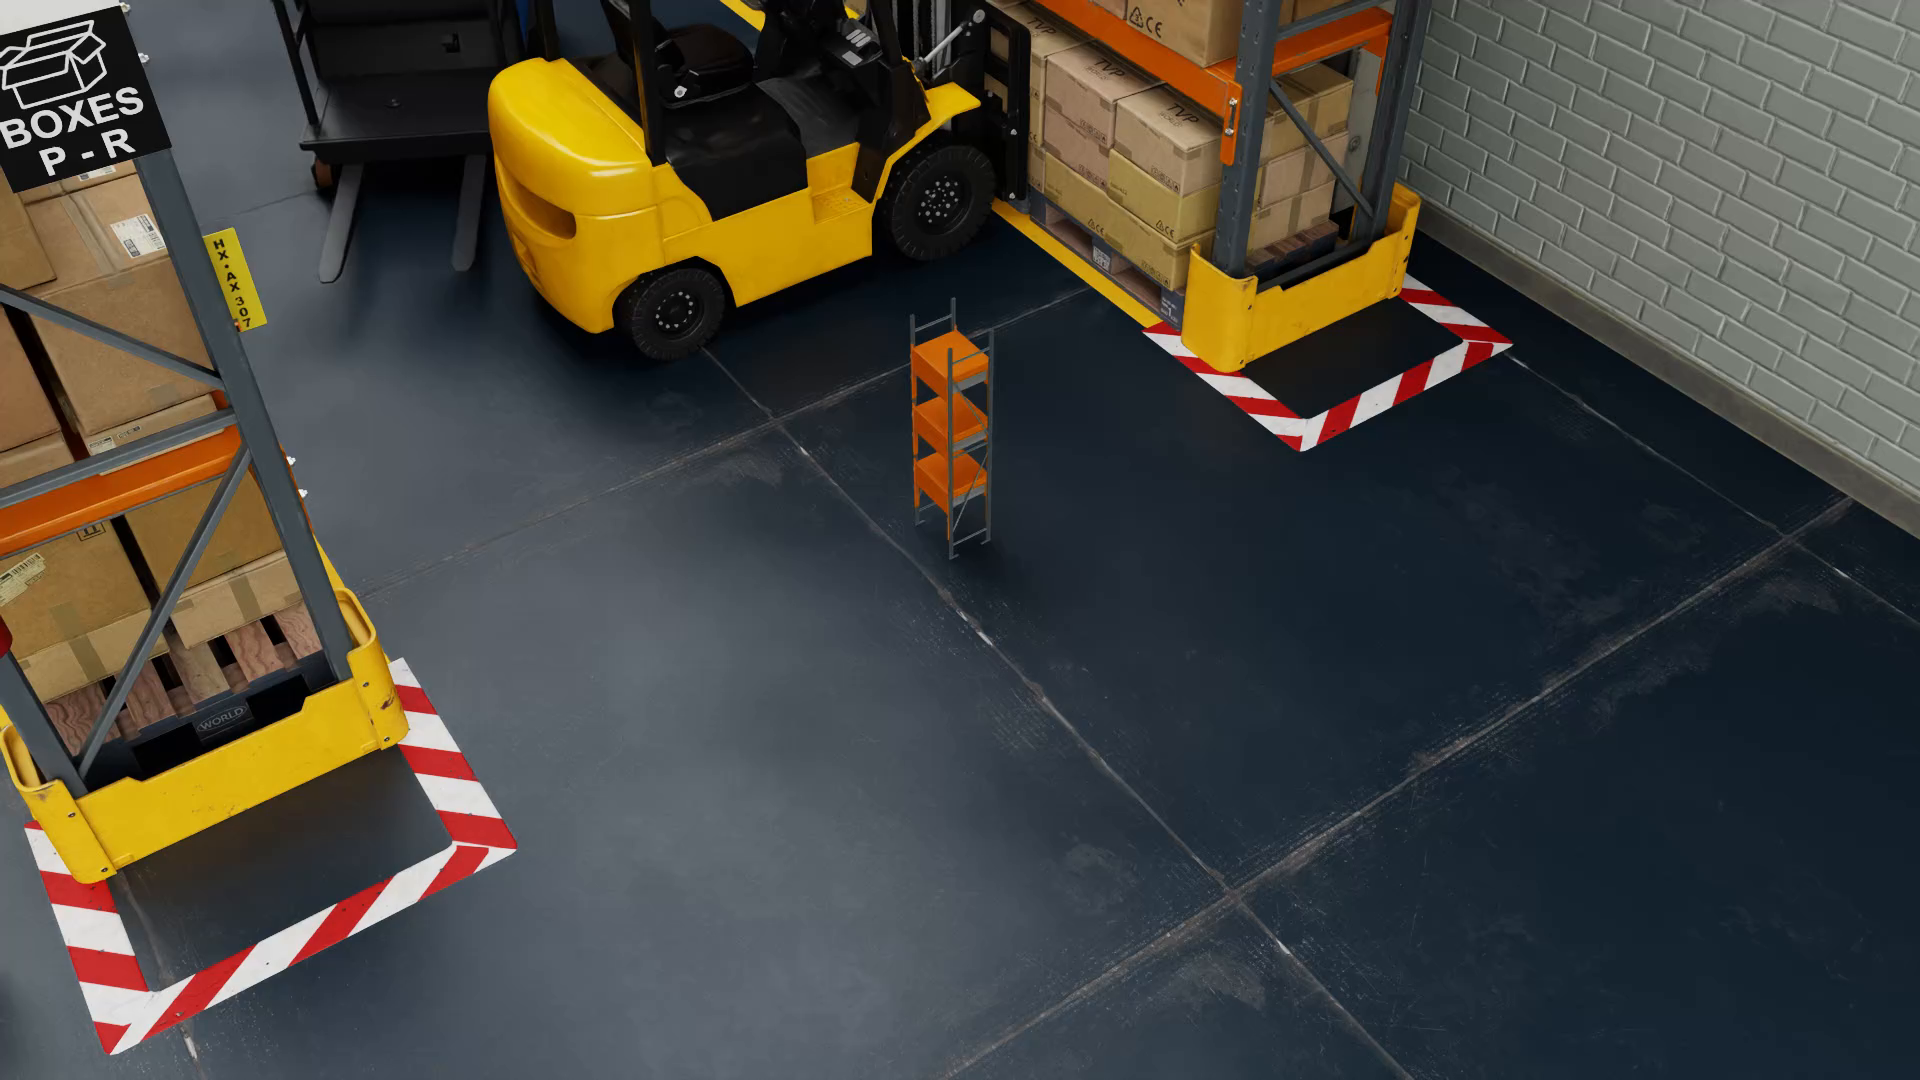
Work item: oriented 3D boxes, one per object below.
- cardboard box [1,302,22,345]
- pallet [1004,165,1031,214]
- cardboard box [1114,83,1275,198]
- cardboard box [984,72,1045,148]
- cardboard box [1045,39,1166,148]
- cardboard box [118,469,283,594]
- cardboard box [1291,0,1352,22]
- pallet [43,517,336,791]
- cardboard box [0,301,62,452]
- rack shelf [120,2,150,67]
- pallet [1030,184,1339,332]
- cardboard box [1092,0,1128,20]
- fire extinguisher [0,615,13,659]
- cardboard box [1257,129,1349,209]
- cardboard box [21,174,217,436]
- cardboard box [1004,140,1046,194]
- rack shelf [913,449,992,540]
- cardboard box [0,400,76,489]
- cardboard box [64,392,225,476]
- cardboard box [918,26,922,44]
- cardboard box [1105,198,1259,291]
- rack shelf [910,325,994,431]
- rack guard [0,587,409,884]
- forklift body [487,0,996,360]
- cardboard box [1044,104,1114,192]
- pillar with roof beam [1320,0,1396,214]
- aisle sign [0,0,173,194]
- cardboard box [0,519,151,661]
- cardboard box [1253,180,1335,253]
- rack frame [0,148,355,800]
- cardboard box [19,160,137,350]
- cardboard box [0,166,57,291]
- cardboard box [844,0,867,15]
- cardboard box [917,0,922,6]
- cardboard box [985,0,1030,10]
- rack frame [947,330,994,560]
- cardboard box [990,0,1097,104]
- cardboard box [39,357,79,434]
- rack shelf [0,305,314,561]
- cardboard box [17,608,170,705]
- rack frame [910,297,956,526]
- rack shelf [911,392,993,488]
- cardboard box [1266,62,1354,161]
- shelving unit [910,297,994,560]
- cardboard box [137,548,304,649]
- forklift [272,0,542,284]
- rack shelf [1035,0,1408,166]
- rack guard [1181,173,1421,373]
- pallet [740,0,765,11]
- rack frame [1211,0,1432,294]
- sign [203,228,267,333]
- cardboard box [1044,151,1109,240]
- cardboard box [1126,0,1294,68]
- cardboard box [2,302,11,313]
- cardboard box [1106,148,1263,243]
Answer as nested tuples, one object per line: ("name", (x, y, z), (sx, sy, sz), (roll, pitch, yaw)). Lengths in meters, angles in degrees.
("cardboard box", (-3.325, -0.832, 5.162), (0.500, 0.500, 0.500), (-26, 49, -24))
("pallet", (0.397, -2.266, 8.970), (1.003, 0.211, 1.213), (-26, 49, -24))
("cardboard box", (1.044, -1.824, 7.451), (0.500, 0.250, 0.500), (-24, 49, -23))
("cardboard box", (0.437, -2.230, 8.239), (0.500, 0.250, 0.500), (-27, 50, -25))
("cardboard box", (0.747, -2.111, 7.752), (0.500, 0.250, 0.500), (-25, 49, -24))
("cardboard box", (-2.755, -0.212, 5.944), (0.500, 0.500, 0.500), (-27, 50, -26))
("cardboard box", (1.507, -2.594, 7.222), (0.500, 0.500, 0.500), (-24, 49, -23))
("pallet", (-2.986, 0.287, 6.297), (1.003, 0.211, 1.213), (-26, 49, -24))
("cardboard box", (-3.043, -0.547, 4.863), (0.500, 0.500, 0.500), (-27, 50, -25))
("rack shelf", (-3.650, -2.162, 5.191), (1.077, 0.370, 4.000), (-26, 49, -24))
("pallet", (1.091, -1.575, 8.247), (1.003, 0.211, 1.213), (-26, 49, -24))
("cardboard box", (0.777, -2.676, 7.309), (0.500, 0.500, 0.500), (-24, 49, -23))
("fire extinguisher", (-2.819, 0.070, 4.560), (0.296, 0.674, 0.183), (-26, 49, -24))
("cardboard box", (1.464, -1.854, 7.845), (0.500, 0.250, 0.500), (-25, 49, -24))
("cardboard box", (-2.550, -0.726, 5.050), (0.500, 0.500, 0.500), (-26, 50, -25))
("cardboard box", (0.479, -2.038, 8.400), (0.500, 0.250, 0.500), (-25, 49, -24))
("rack shelf", (-0.031, -0.201, 6.618), (0.215, 0.259, 0.240), (-26, 49, -24))
("cardboard box", (-2.896, -0.241, 5.012), (0.380, 0.149, 0.250), (-24, 49, -23))
("cardboard box", (-2.531, -0.388, 5.166), (0.380, 0.149, 0.250), (-26, 49, -24))
("cardboard box", (-0.134, -2.801, 8.837), (0.500, 0.250, 0.500), (-26, 50, -25))
("cardboard box", (1.035, -1.466, 7.801), (0.500, 0.250, 0.500), (-25, 49, -24))
("rack shelf", (-0.031, -0.608, 6.231), (0.215, 0.259, 0.240), (-26, 49, -24))
("rack guard", (-2.550, 0.657, 5.700), (1.175, 0.500, 0.348), (-26, 49, -24))
("forklift body", (-1.018, -2.214, 7.511), (2.313, 2.155, 1.214), (-26, 49, -24))
("cardboard box", (0.750, -1.946, 7.941), (0.500, 0.250, 0.500), (-26, 50, -25))
("pillar with roof beam", (-1.627, -3.387, 3.781), (9.100, 9.000, 0.400), (-26, 49, -24))
("aisle sign", (-2.217, -1.232, 3.986), (0.394, 0.787, 0.004), (-26, 49, -24))
("cardboard box", (-3.179, 0.016, 5.705), (0.500, 0.500, 0.500), (-25, 49, -24))
("cardboard box", (1.442, -1.680, 8.025), (0.500, 0.250, 0.500), (-26, 49, -24))
("rack frame", (-2.506, -0.205, 4.792), (1.000, 3.000, 0.127), (-26, 49, -24))
("cardboard box", (-2.849, -1.018, 5.356), (0.500, 0.500, 0.500), (-24, 49, -23))
("cardboard box", (-2.978, -0.913, 4.522), (0.700, 0.500, 0.500), (-27, 50, -25))
("cardboard box", (-0.412, -3.091, 9.140), (0.500, 0.250, 0.500), (-26, 49, -25))
("cardboard box", (-0.128, -2.983, 8.666), (0.500, 0.250, 0.500), (-24, 49, -23))
("cardboard box", (0.166, -2.683, 8.351), (0.500, 0.250, 0.500), (-27, 50, -25))
("rack frame", (0.039, -0.341, 6.347), (0.200, 1.050, 0.008), (-26, 49, -24))
("cardboard box", (0.450, -2.393, 8.047), (0.500, 0.250, 0.500), (-25, 49, -24))
("cardboard box", (-2.687, -0.525, 5.310), (0.380, 0.149, 0.250), (-25, 49, -24))
("rack shelf", (-3.650, -1.077, 6.227), (1.077, 0.370, 4.000), (-26, 49, -24))
("cardboard box", (-3.203, 0.273, 5.979), (0.500, 0.250, 0.500), (-26, 49, -25))
("rack frame", (-0.100, -0.479, 6.492), (0.200, 1.050, 0.008), (-26, 49, -24))
("rack shelf", (-0.031, -0.402, 6.427), (0.215, 0.259, 0.240), (-26, 49, -24))
("cardboard box", (1.443, -2.033, 7.671), (0.500, 0.250, 0.500), (-26, 50, -25))
("shelving unit", (-0.031, -0.410, 6.419), (0.215, 1.050, 0.252), (-26, 49, -24))
("cardboard box", (-2.741, 0.072, 6.189), (0.500, 0.250, 0.500), (-26, 49, -25))
("forklift", (-2.833, -3.153, 7.930), (1.130, 2.935, 3.031), (-6, 44, -6))
("rack shelf", (0.419, -3.040, 8.283), (1.077, 0.370, 4.000), (-26, 49, -24))
("rack guard", (1.577, -1.250, 7.697), (1.175, 0.500, 0.348), (-26, 49, -24))
("pallet", (-1.179, -3.826, 10.605), (1.003, 0.211, 1.213), (-26, 49, -24))
("rack frame", (1.563, -2.167, 6.848), (1.000, 3.000, 0.127), (-26, 49, -24))
("sign", (-2.061, -0.732, 4.718), (0.100, 0.325, 0.005), (-26, 49, -24))
("cardboard box", (0.758, -1.751, 8.100), (0.500, 0.250, 0.500), (-26, 49, -24))
("cardboard box", (1.066, -2.379, 6.997), (0.500, 0.500, 0.500), (-27, 50, -25))
("cardboard box", (-3.464, -0.829, 5.628), (0.380, 0.149, 0.250), (-25, 49, -24))
("cardboard box", (1.028, -1.658, 7.639), (0.500, 0.250, 0.500), (-26, 50, -25))
